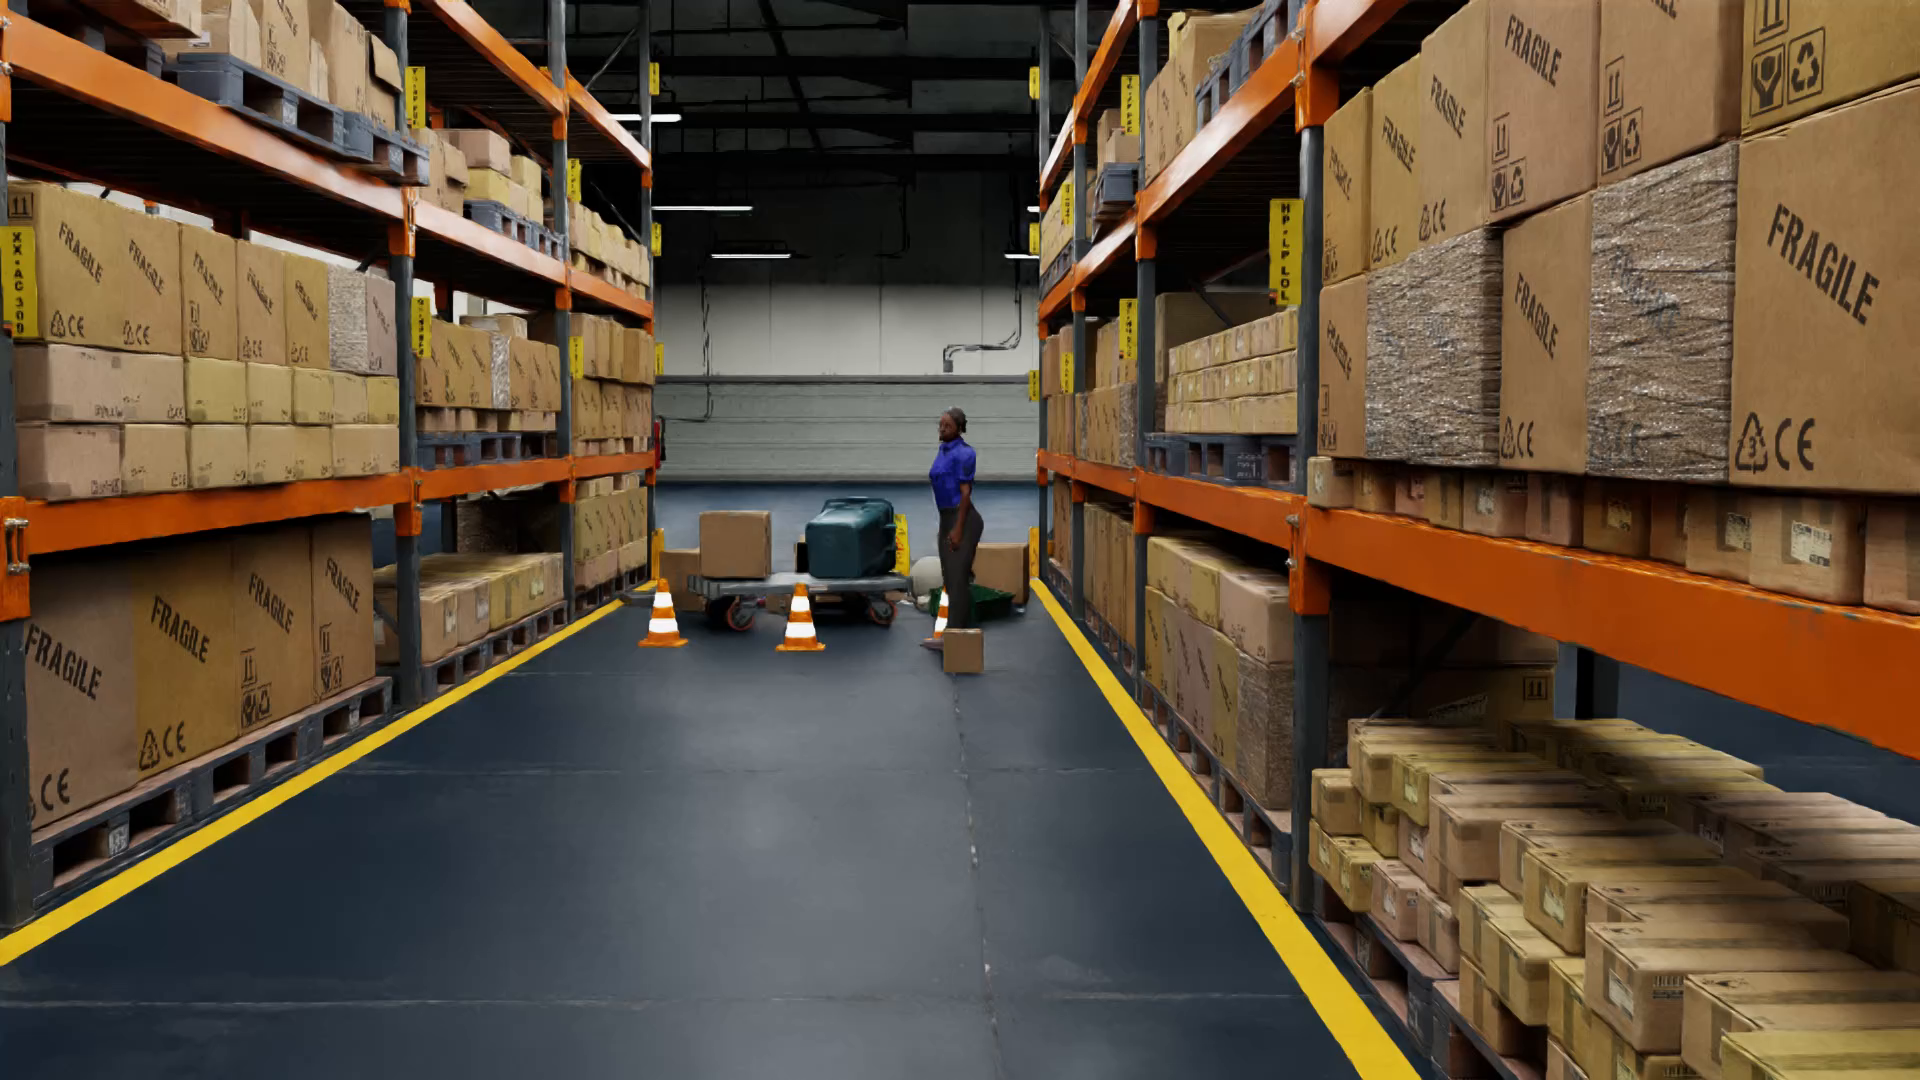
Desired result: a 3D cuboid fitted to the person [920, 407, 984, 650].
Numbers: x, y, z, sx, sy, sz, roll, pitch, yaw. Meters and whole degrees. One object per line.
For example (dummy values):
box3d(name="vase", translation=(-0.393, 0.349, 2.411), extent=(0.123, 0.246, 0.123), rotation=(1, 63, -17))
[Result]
box3d(name="person", translation=(-0.108, -0.073, 11.333), extent=(0.475, 1.665, 0.520), rotation=(-2, 4, -25))
